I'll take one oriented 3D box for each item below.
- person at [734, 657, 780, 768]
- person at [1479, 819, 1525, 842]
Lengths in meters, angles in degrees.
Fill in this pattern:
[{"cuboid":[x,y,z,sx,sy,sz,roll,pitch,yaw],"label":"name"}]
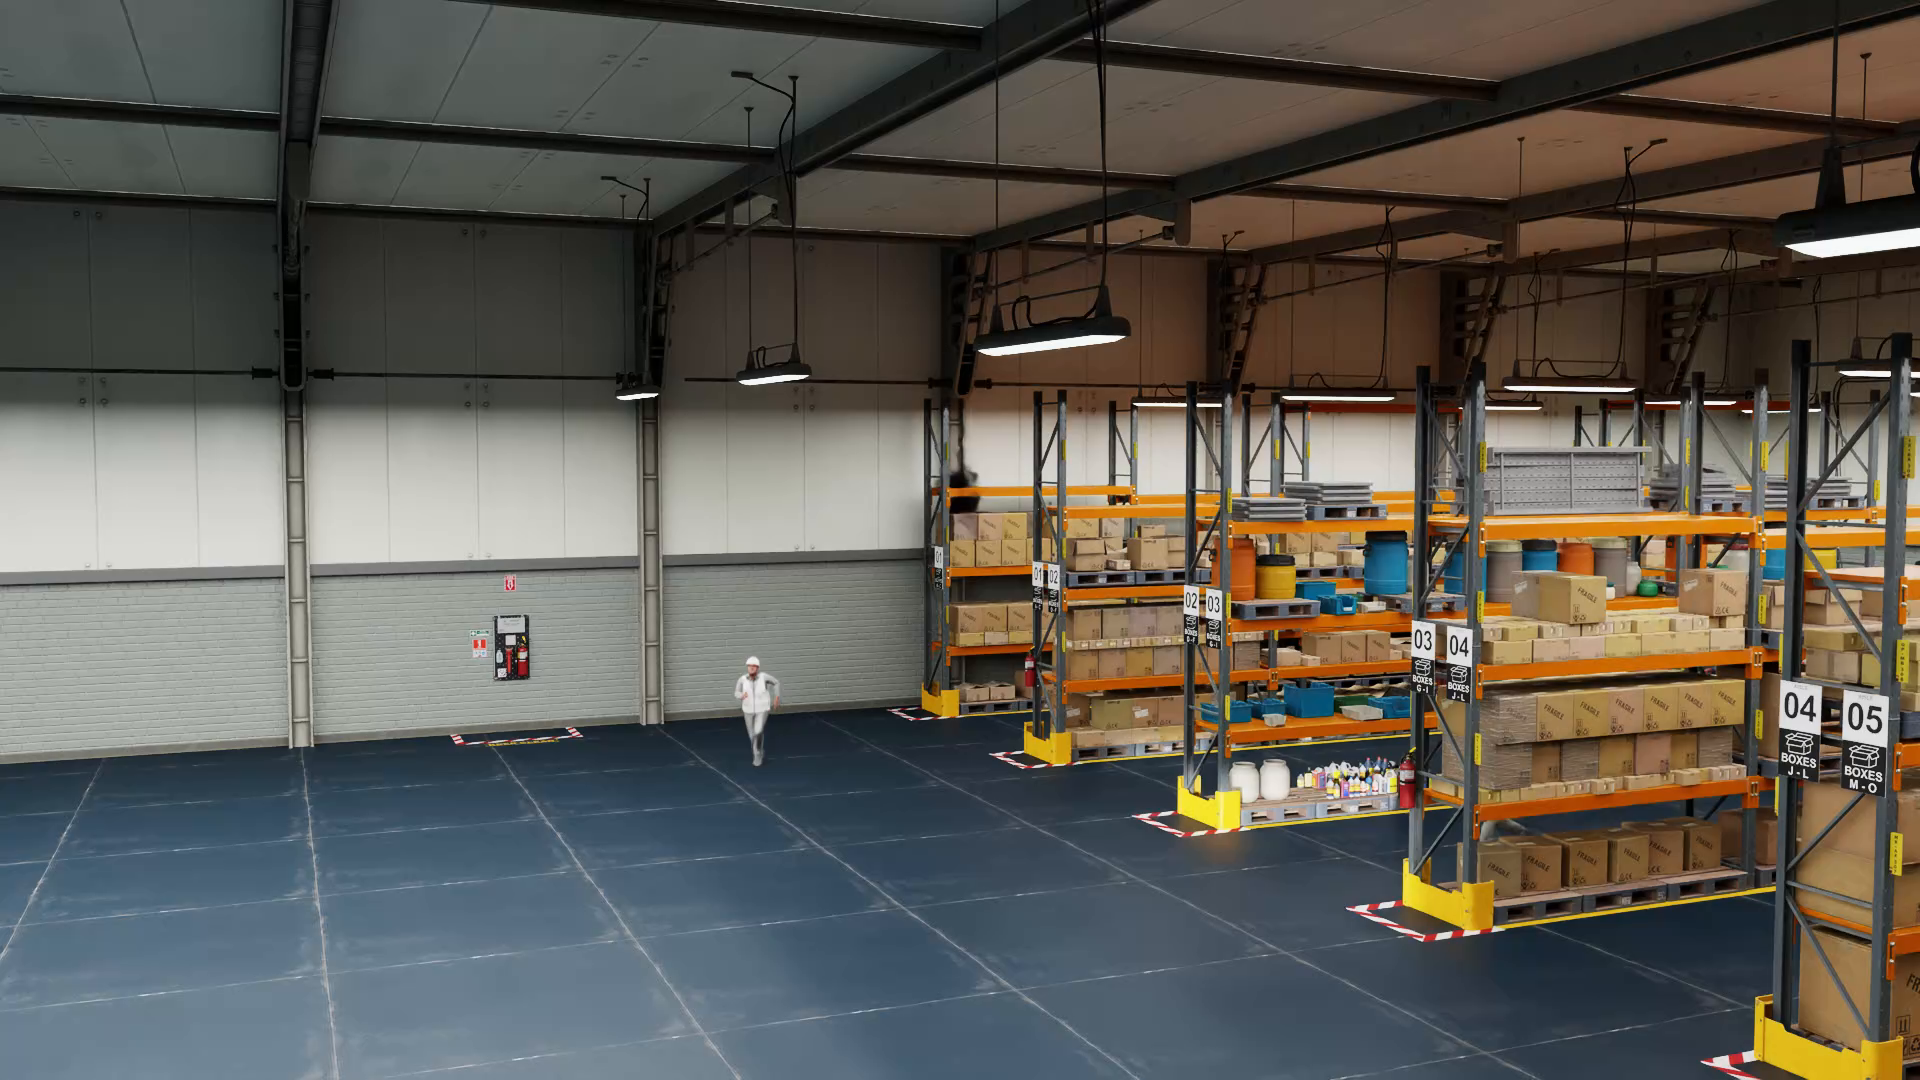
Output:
[{"cuboid":[-3.237,2.724,26.437,0.682,1.763,0.807,0,3,3],"label":"person"},{"cuboid":[6.635,3.087,20.486,0.982,1.775,0.686,-2,4,-28],"label":"person"}]
